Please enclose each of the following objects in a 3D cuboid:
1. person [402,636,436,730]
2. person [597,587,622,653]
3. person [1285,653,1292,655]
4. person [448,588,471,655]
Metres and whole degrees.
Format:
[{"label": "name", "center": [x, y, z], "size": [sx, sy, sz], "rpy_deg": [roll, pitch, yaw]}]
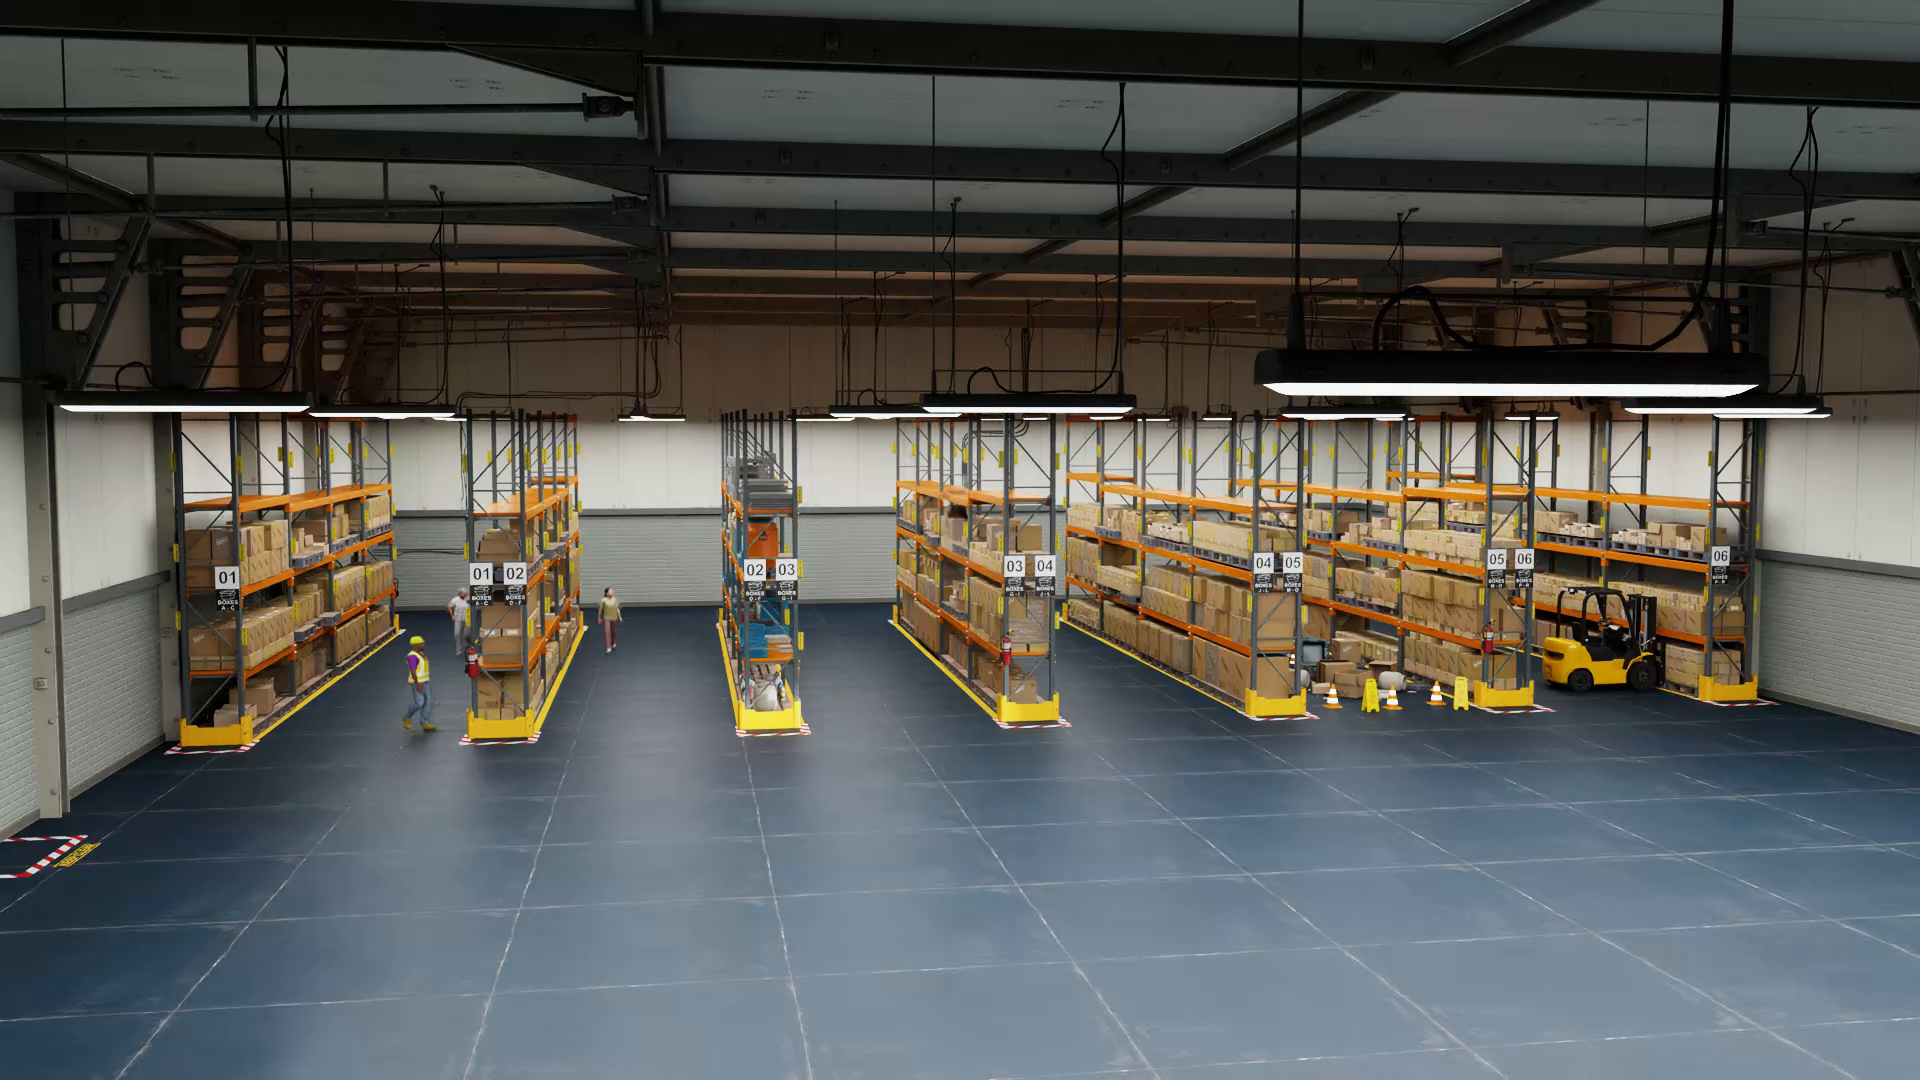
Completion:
[{"label": "person", "center": [-10.162, 2.679, 31.231], "size": [0.646, 1.754, 0.600], "rpy_deg": [1, 4, 14]}, {"label": "person", "center": [-8.825, 1.993, 41.890], "size": [0.607, 1.621, 1.064], "rpy_deg": [-1, 4, -13]}, {"label": "person", "center": [8.019, 2.058, 41.082], "size": [0.512, 1.577, 0.841], "rpy_deg": [-2, 4, -22]}, {"label": "person", "center": [-12.465, 2.032, 41.572], "size": [0.623, 1.697, 0.709], "rpy_deg": [0, 4, -4]}]
